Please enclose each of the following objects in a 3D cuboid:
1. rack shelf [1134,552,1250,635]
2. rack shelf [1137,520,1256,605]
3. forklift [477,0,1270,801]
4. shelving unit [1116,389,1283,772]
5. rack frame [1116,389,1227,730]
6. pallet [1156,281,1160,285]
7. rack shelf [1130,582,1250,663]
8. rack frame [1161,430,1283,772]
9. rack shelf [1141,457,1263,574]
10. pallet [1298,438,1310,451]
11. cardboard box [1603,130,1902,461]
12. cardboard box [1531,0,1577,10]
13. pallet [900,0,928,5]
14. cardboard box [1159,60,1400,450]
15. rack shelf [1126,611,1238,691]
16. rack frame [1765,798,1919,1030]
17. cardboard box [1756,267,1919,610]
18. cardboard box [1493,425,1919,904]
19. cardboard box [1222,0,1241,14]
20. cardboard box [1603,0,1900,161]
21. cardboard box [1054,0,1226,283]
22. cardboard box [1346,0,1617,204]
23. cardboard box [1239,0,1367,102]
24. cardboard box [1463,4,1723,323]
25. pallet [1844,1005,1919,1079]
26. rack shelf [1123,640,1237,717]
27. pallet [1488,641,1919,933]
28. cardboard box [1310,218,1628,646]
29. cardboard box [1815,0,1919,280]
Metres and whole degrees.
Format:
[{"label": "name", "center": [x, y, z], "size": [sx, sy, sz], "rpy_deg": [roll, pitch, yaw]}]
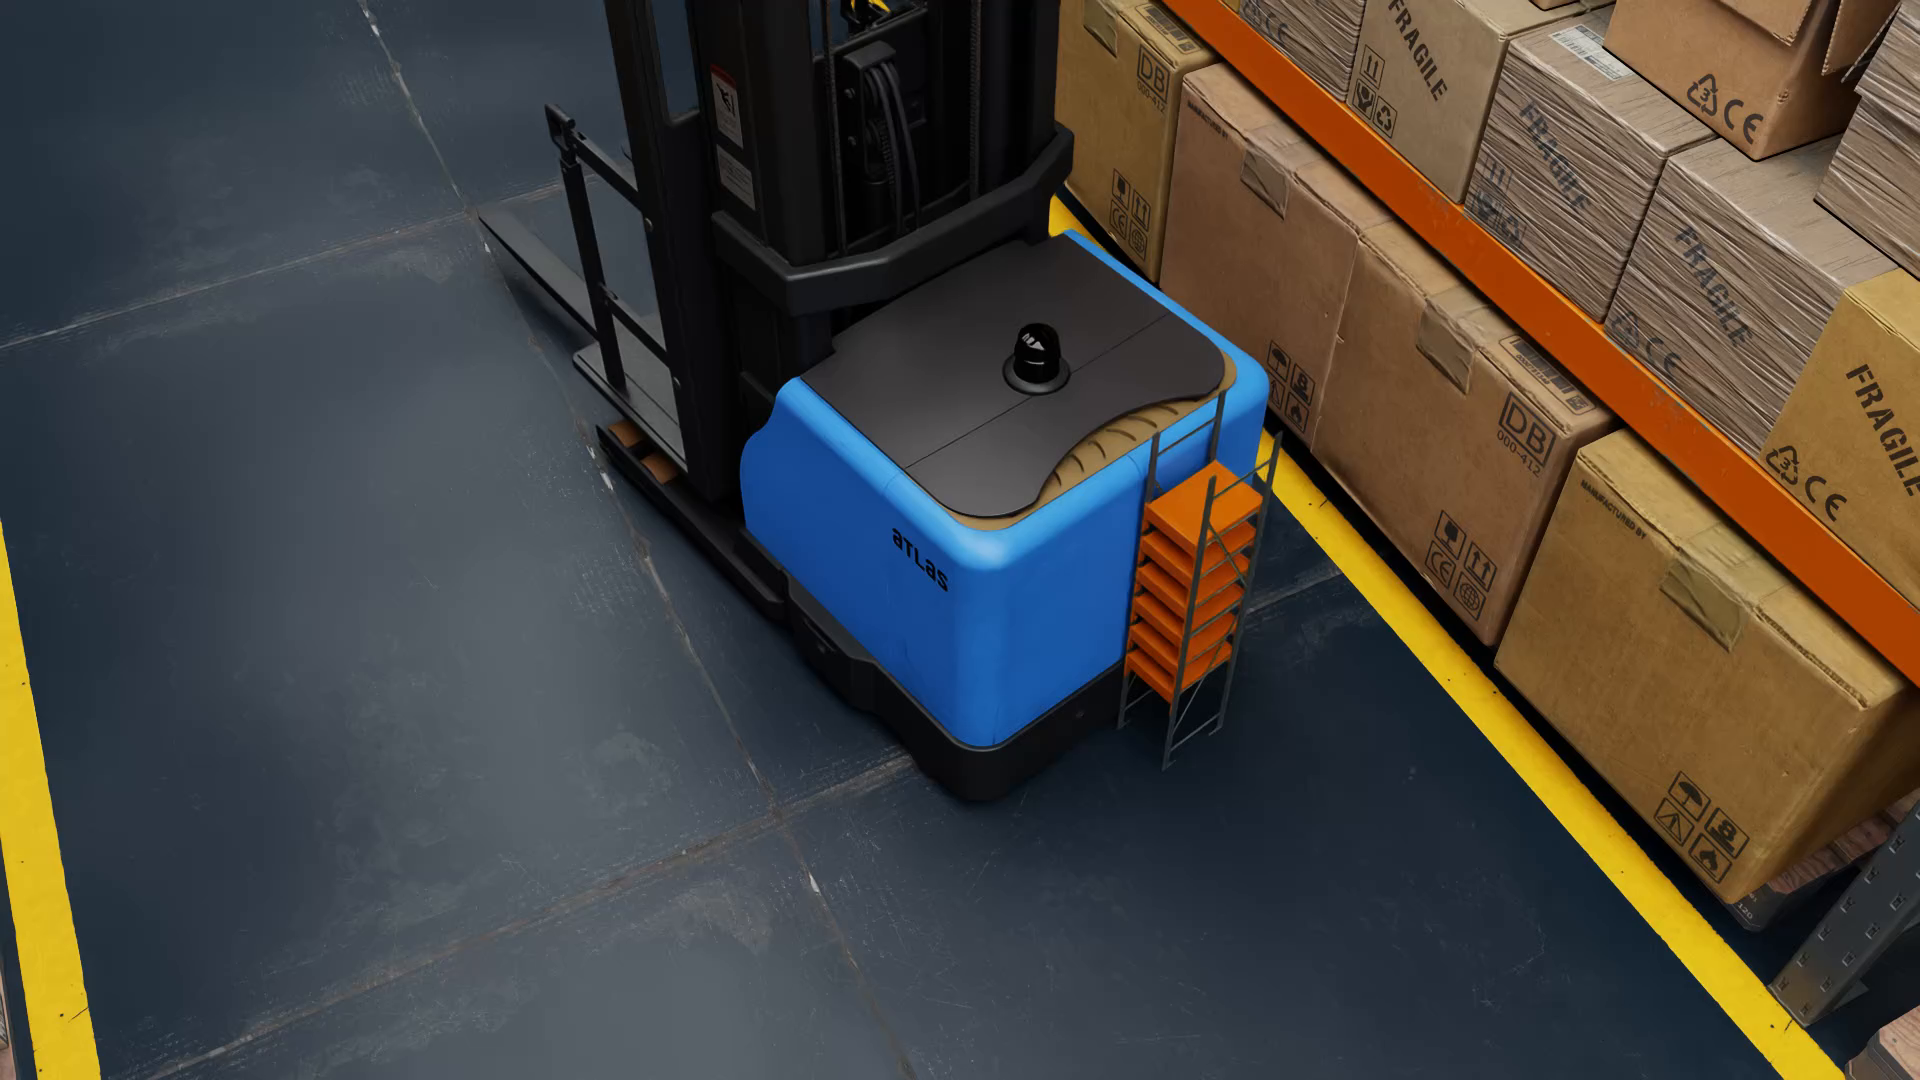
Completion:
[{"label": "rack shelf", "center": [0.601, 0.096, 4.269], "size": [0.258, 0.103, 0.180], "rpy_deg": [-32, 56, -25]}, {"label": "rack shelf", "center": [0.601, 0.017, 4.179], "size": [0.258, 0.103, 0.180], "rpy_deg": [-32, 56, -25]}, {"label": "forklift", "center": [-0.522, -1.302, 4.442], "size": [1.130, 2.935, 3.031], "rpy_deg": [-32, 56, -25]}, {"label": "shelving unit", "center": [0.601, 0.145, 4.326], "size": [0.258, 1.200, 0.189], "rpy_deg": [-32, 56, -25]}, {"label": "rack frame", "center": [0.543, 0.092, 4.372], "size": [0.240, 1.200, 0.006], "rpy_deg": [-32, 56, -25]}, {"label": "pallet", "center": [1.120, -1.241, 6.195], "size": [1.003, 0.211, 1.213], "rpy_deg": [-21, 52, -18]}, {"label": "rack shelf", "center": [0.601, 0.175, 4.359], "size": [0.258, 0.103, 0.180], "rpy_deg": [-32, 56, -25]}, {"label": "rack frame", "center": [0.660, 0.198, 4.280], "size": [0.240, 1.200, 0.006], "rpy_deg": [-32, 56, -25]}, {"label": "rack shelf", "center": [0.601, -0.062, 4.088], "size": [0.258, 0.103, 0.180], "rpy_deg": [-32, 56, -25]}, {"label": "pallet", "center": [1.683, -0.423, 5.480], "size": [1.003, 0.211, 1.213], "rpy_deg": [-21, 52, -18]}, {"label": "cardboard box", "center": [1.861, -0.586, 3.703], "size": [0.500, 0.500, 0.500], "rpy_deg": [-22, 52, -18]}, {"label": "cardboard box", "center": [1.602, -1.714, 4.023], "size": [0.797, 0.503, 0.637], "rpy_deg": [-20, 52, -16]}, {"label": "pallet", "center": [0.422, -2.267, 7.093], "size": [1.003, 0.211, 1.213], "rpy_deg": [-21, 52, -18]}, {"label": "cardboard box", "center": [1.420, -1.069, 5.325], "size": [1.225, 0.875, 0.875], "rpy_deg": [-23, 53, -19]}, {"label": "rack shelf", "center": [0.601, 0.254, 4.450], "size": [0.258, 0.103, 0.180], "rpy_deg": [-32, 56, -25]}, {"label": "rack frame", "center": [2.531, 0.028, 3.233], "size": [1.000, 3.000, 0.127], "rpy_deg": [-21, 52, -18]}, {"label": "cardboard box", "center": [2.084, -0.250, 3.409], "size": [0.500, 0.500, 0.500], "rpy_deg": [-20, 52, -16]}, {"label": "cardboard box", "center": [2.233, 0.120, 4.285], "size": [1.225, 0.875, 0.875], "rpy_deg": [-23, 53, -19]}, {"label": "cardboard box", "center": [0.919, -1.952, 4.898], "size": [0.500, 0.500, 0.500], "rpy_deg": [-21, 52, -17]}, {"label": "cardboard box", "center": [1.915, -1.267, 3.633], "size": [0.797, 0.503, 0.637], "rpy_deg": [-20, 52, -17]}, {"label": "cardboard box", "center": [1.011, -1.666, 5.847], "size": [1.225, 0.875, 0.875], "rpy_deg": [-21, 52, -17]}, {"label": "cardboard box", "center": [1.389, -1.273, 4.304], "size": [0.500, 0.500, 0.500], "rpy_deg": [-20, 52, -17]}, {"label": "cardboard box", "center": [1.148, -1.617, 4.605], "size": [0.500, 0.500, 0.500], "rpy_deg": [-22, 52, -18]}, {"label": "cardboard box", "center": [1.621, -0.932, 4.006], "size": [0.500, 0.500, 0.500], "rpy_deg": [-23, 53, -19]}, {"label": "pallet", "center": [2.887, 1.470, 3.824], "size": [1.003, 0.211, 1.213], "rpy_deg": [-21, 52, -18]}, {"label": "rack shelf", "center": [0.601, 0.333, 4.540], "size": [0.258, 0.103, 0.180], "rpy_deg": [-32, 56, -25]}, {"label": "pallet", "center": [2.237, 0.392, 4.767], "size": [1.003, 0.211, 1.213], "rpy_deg": [-21, 52, -18]}, {"label": "cardboard box", "center": [1.832, -0.479, 4.809], "size": [1.225, 0.875, 0.875], "rpy_deg": [-21, 52, -17]}, {"label": "cardboard box", "center": [2.210, -0.830, 3.250], "size": [0.797, 0.503, 0.637], "rpy_deg": [-20, 52, -16]}]
